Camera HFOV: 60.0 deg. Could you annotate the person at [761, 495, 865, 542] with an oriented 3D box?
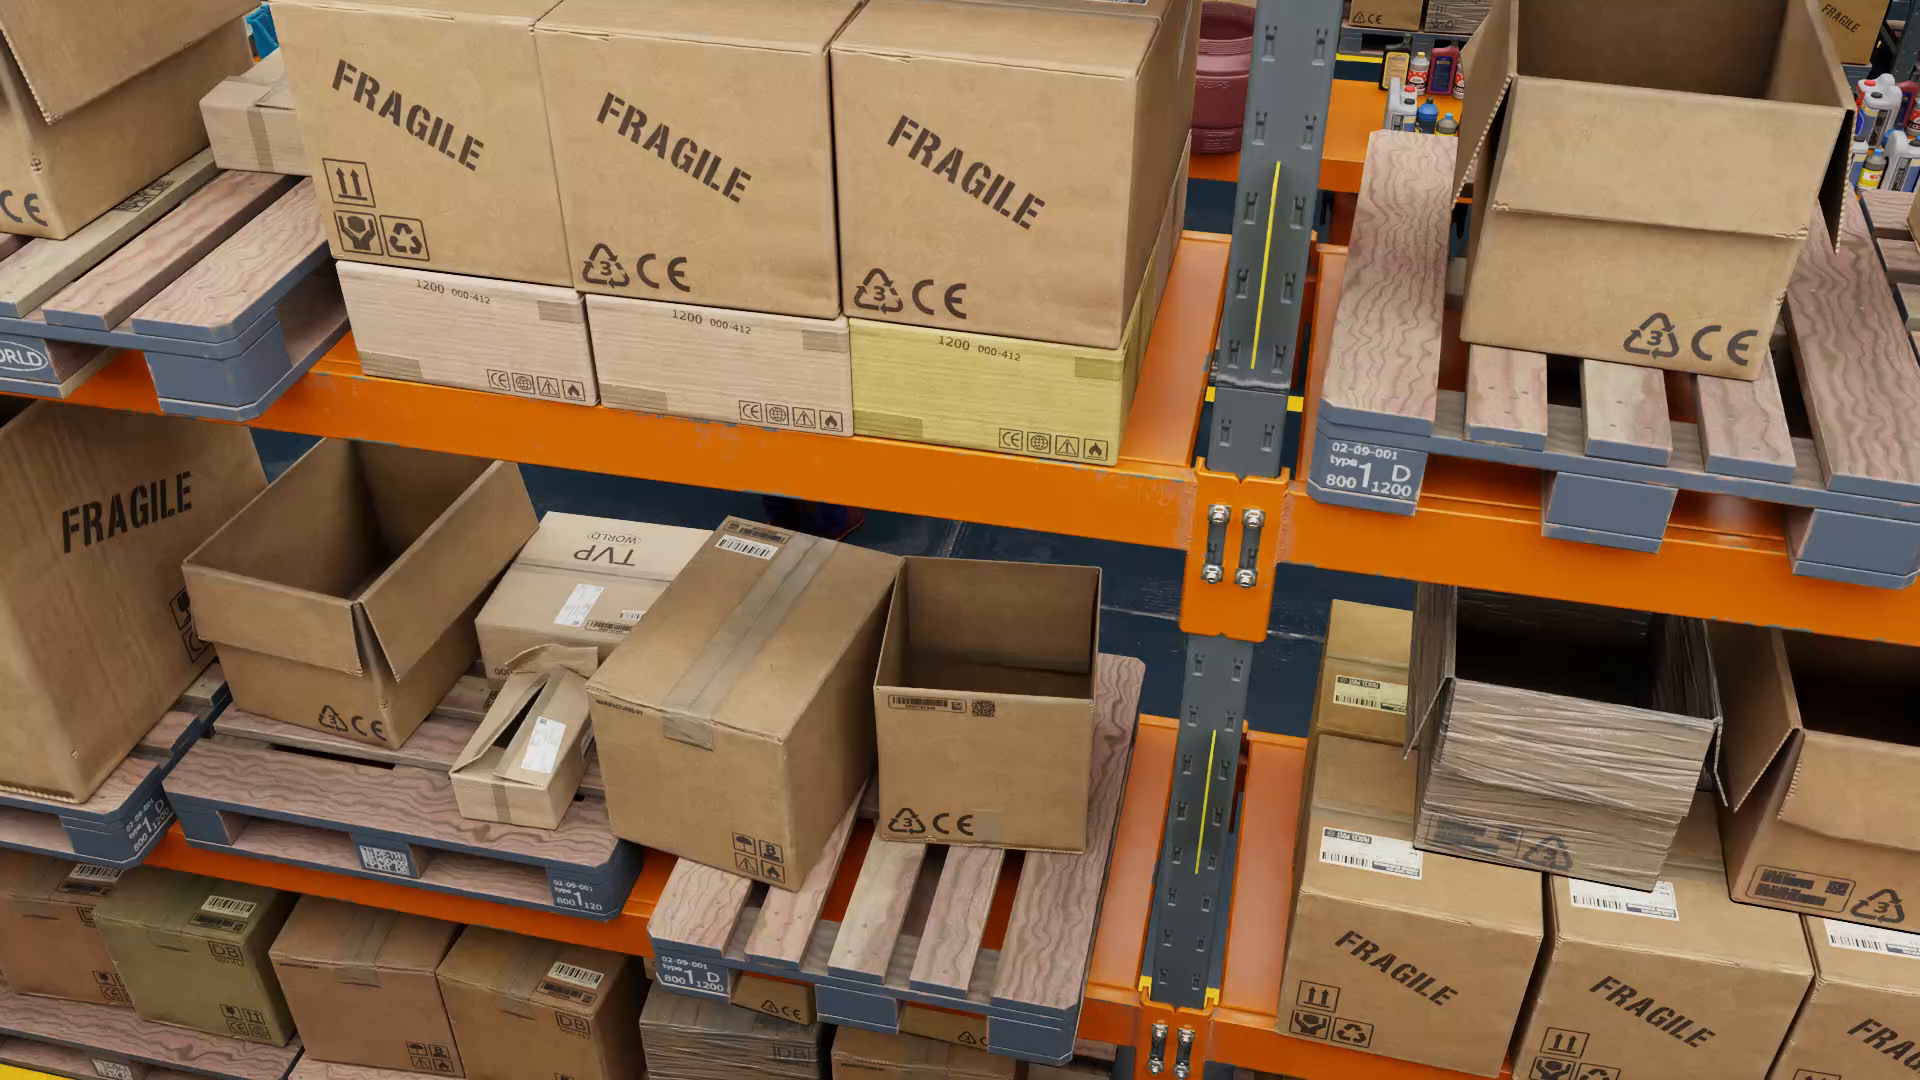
[{"bbox_3d":[-0.726,-0.723,7.144,0.561,1.626,0.427,5,37,7],"label":"person"}]
